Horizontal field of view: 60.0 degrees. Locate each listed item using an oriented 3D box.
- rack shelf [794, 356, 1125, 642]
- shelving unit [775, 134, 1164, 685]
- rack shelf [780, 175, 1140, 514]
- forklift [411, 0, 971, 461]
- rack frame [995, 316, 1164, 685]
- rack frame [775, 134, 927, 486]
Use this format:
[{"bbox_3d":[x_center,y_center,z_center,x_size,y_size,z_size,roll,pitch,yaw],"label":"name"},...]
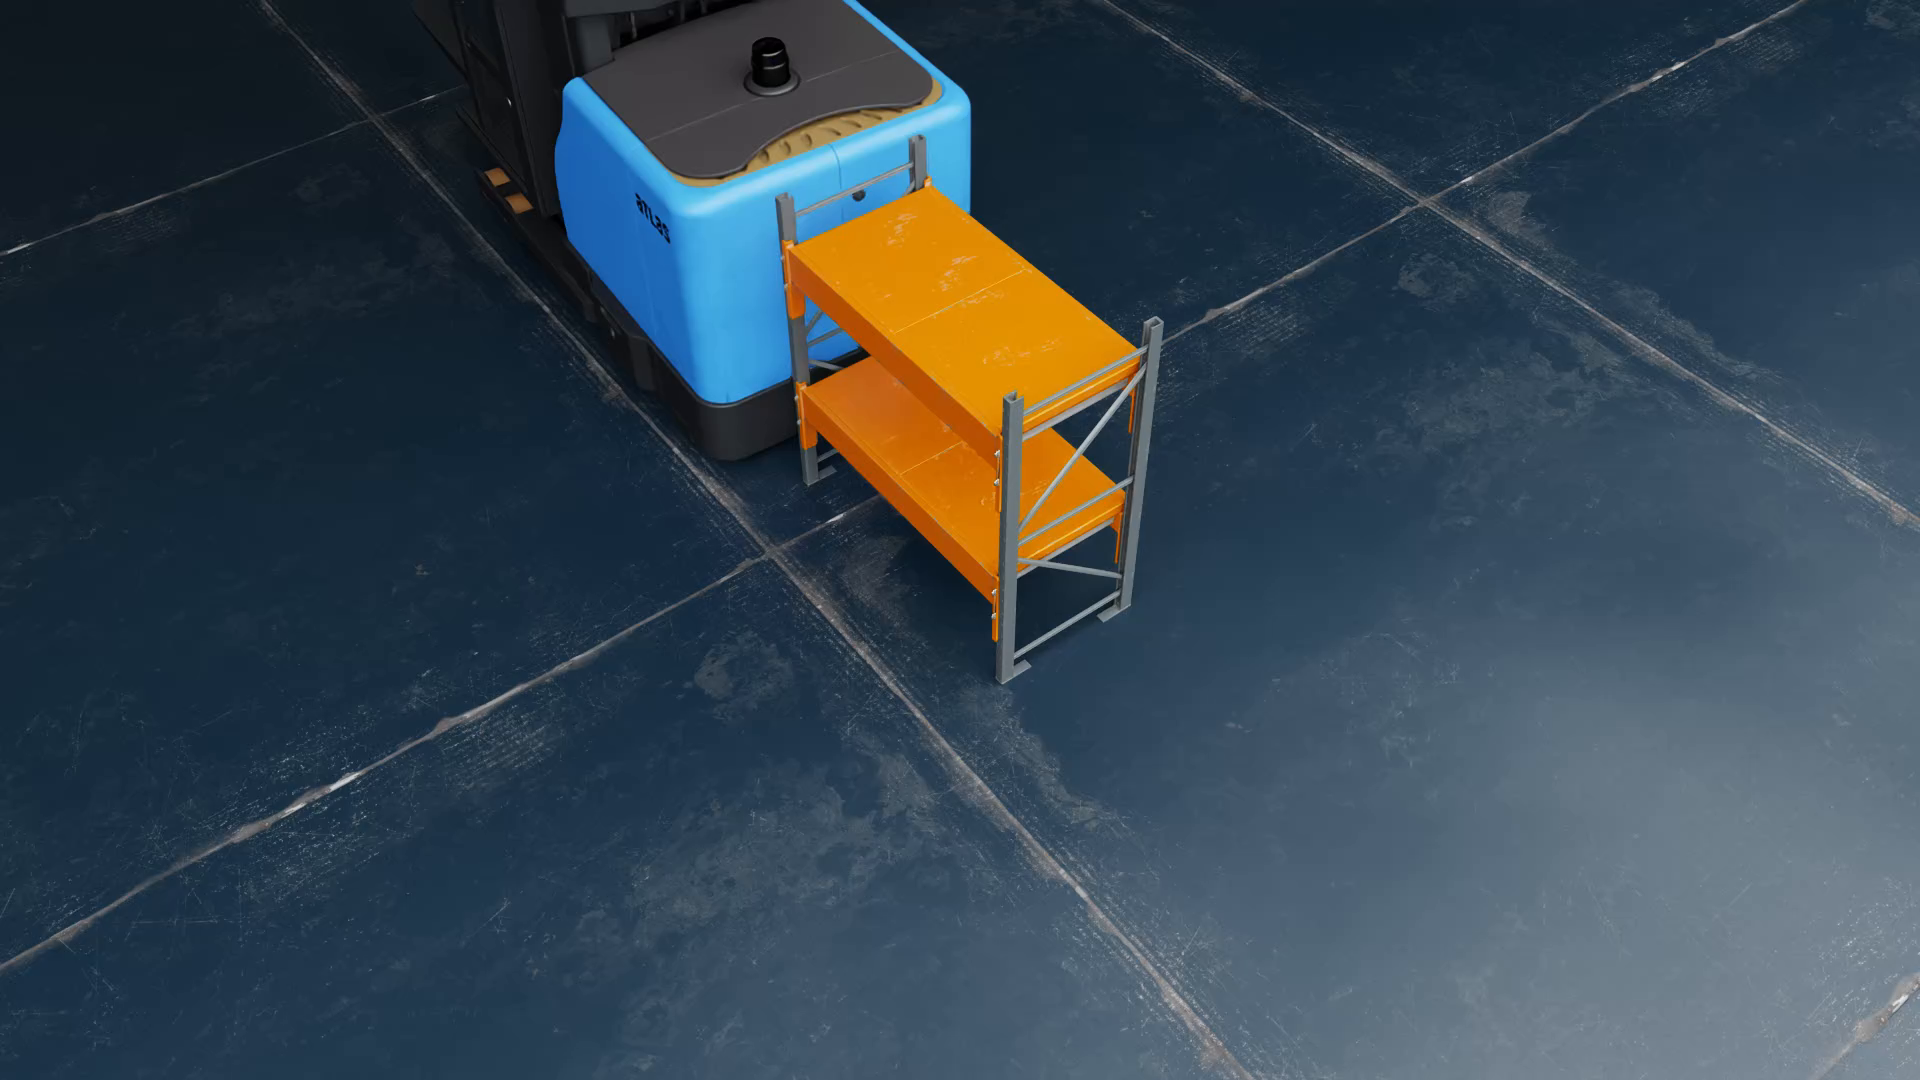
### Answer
[{"bbox_3d":[0.004,-0.210,5.011,0.538,0.278,1.000,-29,54,-24],"label":"rack shelf"},{"bbox_3d":[0.004,-0.374,4.830,0.538,1.125,1.048,-29,54,-24],"label":"shelving unit"},{"bbox_3d":[0.004,-0.570,4.613,0.538,0.278,1.000,-29,54,-24],"label":"rack shelf"},{"bbox_3d":[-1.190,-2.309,5.364,1.130,2.935,3.031,-27,53,-22],"label":"forklift"},{"bbox_3d":[0.312,-0.074,4.558,0.500,1.125,0.032,-29,54,-24],"label":"rack frame"},{"bbox_3d":[-0.304,-0.674,5.101,0.500,1.125,0.032,-29,54,-24],"label":"rack frame"}]
